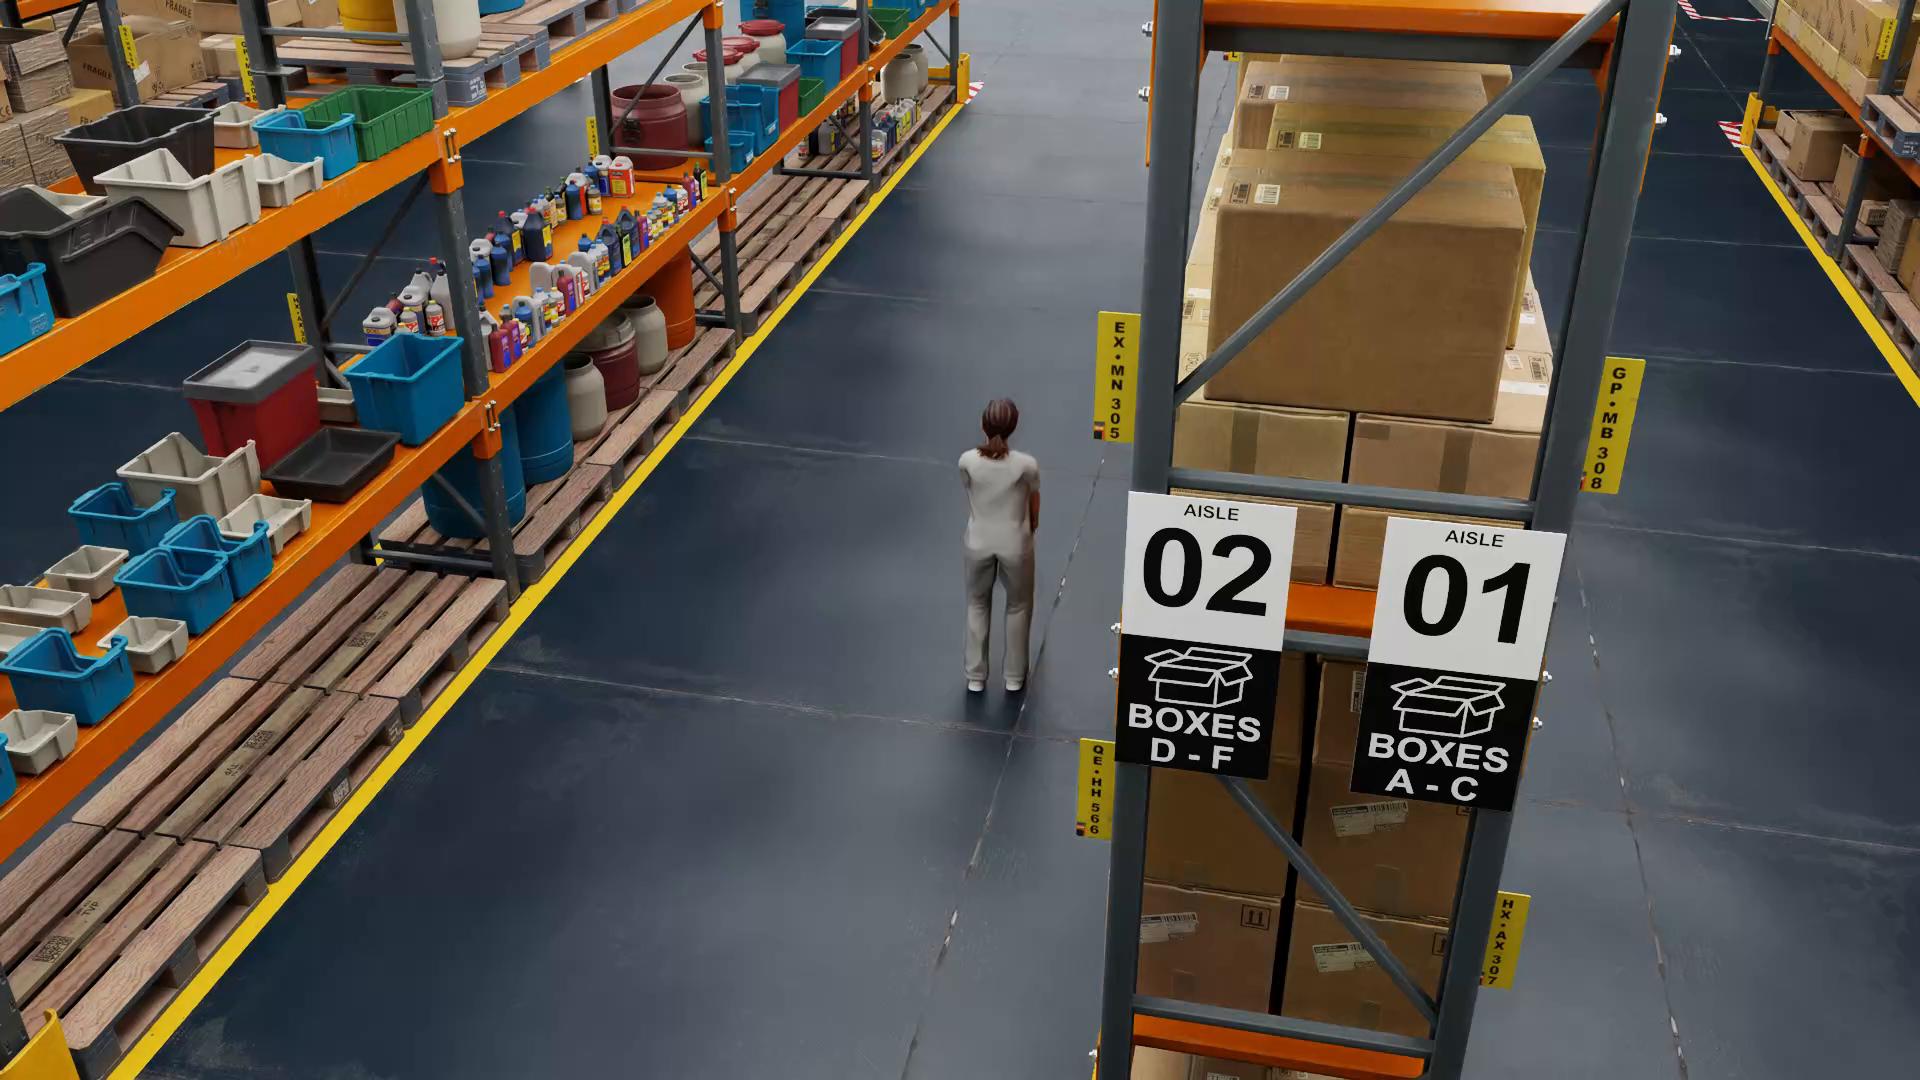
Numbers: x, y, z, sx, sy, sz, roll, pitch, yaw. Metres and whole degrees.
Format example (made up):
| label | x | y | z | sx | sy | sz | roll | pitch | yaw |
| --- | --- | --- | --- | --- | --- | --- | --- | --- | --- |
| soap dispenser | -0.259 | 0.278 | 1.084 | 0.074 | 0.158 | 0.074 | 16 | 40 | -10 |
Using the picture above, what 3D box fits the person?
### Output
| label | x | y | z | sx | sy | sz | roll | pitch | yaw |
| --- | --- | --- | --- | --- | --- | --- | --- | --- | --- |
| person | 0.212 | 0.000 | 8.628 | 0.410 | 1.669 | 0.507 | 5 | 29 | 10 |
